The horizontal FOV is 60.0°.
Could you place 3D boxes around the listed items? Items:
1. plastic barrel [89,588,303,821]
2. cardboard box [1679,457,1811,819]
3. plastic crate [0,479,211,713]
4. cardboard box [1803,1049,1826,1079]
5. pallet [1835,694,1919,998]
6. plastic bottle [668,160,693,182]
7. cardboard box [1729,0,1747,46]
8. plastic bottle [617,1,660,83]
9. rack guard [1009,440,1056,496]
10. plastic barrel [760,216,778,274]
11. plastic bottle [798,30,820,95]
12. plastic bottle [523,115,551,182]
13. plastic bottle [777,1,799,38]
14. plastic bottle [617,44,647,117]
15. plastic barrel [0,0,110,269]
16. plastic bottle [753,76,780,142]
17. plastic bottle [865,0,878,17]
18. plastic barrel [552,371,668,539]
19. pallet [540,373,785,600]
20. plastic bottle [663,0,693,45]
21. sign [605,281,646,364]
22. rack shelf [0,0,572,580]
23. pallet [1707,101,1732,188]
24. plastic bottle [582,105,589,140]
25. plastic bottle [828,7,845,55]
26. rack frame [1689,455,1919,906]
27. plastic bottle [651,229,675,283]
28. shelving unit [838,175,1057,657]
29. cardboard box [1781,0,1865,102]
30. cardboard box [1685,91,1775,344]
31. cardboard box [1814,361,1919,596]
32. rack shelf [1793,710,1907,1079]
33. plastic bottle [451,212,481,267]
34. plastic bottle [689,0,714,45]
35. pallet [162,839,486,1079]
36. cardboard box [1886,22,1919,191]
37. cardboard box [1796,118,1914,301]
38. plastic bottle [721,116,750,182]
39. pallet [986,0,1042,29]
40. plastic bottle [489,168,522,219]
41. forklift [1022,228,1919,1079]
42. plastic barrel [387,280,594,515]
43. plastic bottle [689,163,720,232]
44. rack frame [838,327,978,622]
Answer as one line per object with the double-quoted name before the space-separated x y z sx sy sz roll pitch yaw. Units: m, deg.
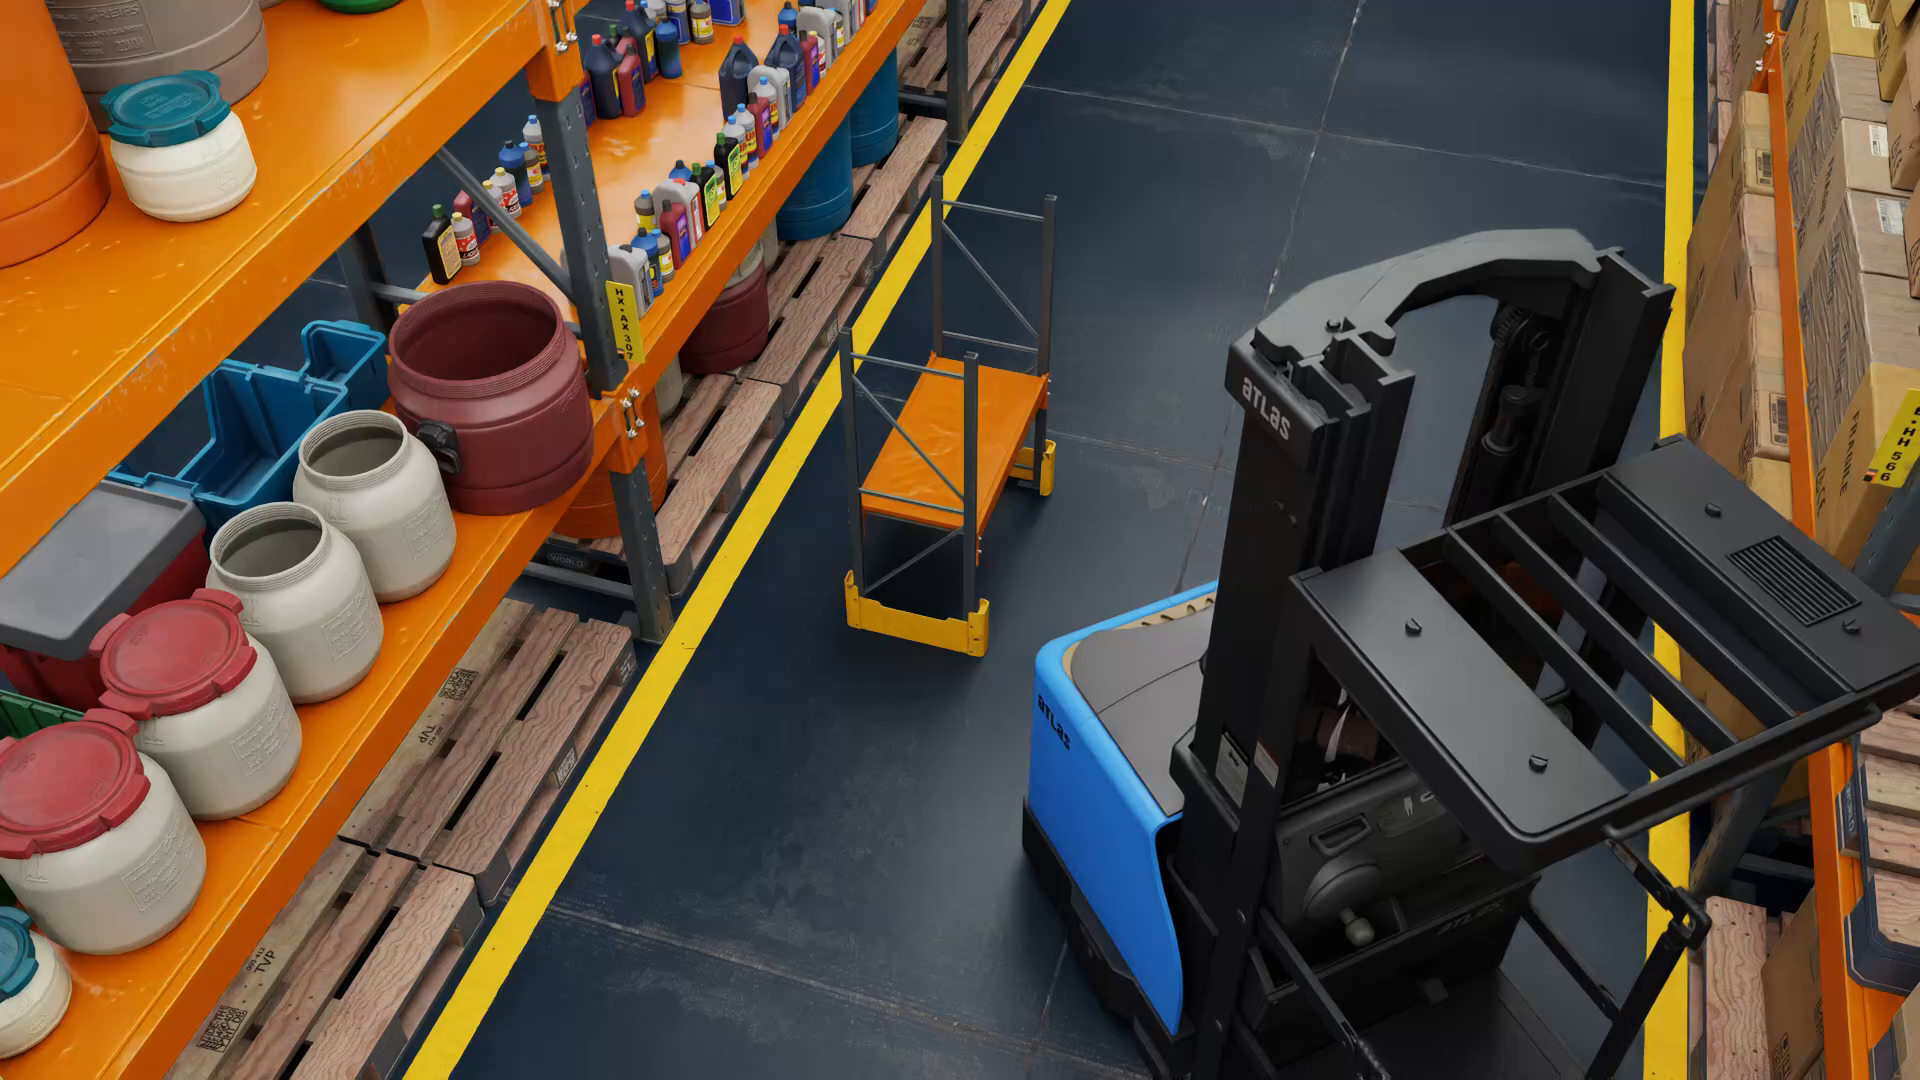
"plastic barrel" -2.020 0.460 4.437 0.433 0.535 0.433 0 44 0
"cardboard box" 3.289 0.414 5.800 1.225 0.875 0.875 11 45 11
"plastic crate" -2.441 0.200 4.754 0.402 0.464 0.583 13 46 13
"cardboard box" 2.720 1.819 4.618 0.700 0.500 0.500 9 45 9
"pallet" 2.946 0.826 4.297 1.213 0.211 1.003 13 46 13
"plastic bottle" -1.078 -1.356 6.482 0.097 0.271 0.097 0 44 0
"cardboard box" 5.090 -3.413 9.711 0.875 0.875 0.875 13 46 13
"plastic bottle" -1.414 -2.203 7.290 0.144 0.351 0.185 13 46 13
"rack guard" 0.128 -0.370 7.349 0.587 0.250 0.087 13 46 13
"plastic barrel" -1.101 -1.528 8.044 0.421 0.512 0.421 0 44 0
"plastic bottle" -0.661 -2.095 7.228 0.061 0.283 0.133 13 46 13
"plastic bottle" -1.704 -1.589 6.721 0.097 0.271 0.097 0 44 0
"plastic bottle" -0.759 -2.268 7.414 0.097 0.271 0.097 0 44 0
"plastic bottle" -1.405 -1.962 7.093 0.061 0.283 0.133 13 46 13
"plastic barrel" -2.314 -1.077 3.653 0.600 0.830 0.708 13 46 13
"plastic bottle" -0.810 -1.804 6.940 0.097 0.271 0.097 0 44 0
"plastic bottle" -0.471 -2.632 7.730 0.144 0.351 0.185 13 46 13
"plastic barrel" -1.528 -0.493 6.760 0.600 0.830 0.708 13 46 13
"pallet" -1.461 -0.327 7.332 1.003 0.211 1.213 13 46 13
"plastic bottle" -1.303 -2.411 7.557 0.152 0.276 0.135 13 46 13
"sign" -1.134 -0.736 5.639 0.100 0.325 0.005 13 46 13
"rack shelf" -2.266 -0.271 3.651 1.077 0.370 4.000 13 46 13
"pallet" 4.576 -1.900 8.940 1.003 0.211 1.213 13 46 13
"plastic bottle" -1.616 -1.759 6.944 0.097 0.201 0.097 0 44 0
"plastic bottle" -0.573 -2.301 7.497 0.097 0.201 0.097 0 44 0
"rack frame" 3.060 0.260 4.739 1.000 3.000 0.127 13 46 13
"plastic bottle" -1.130 -1.074 6.244 0.097 0.201 0.097 0 44 0
"shelving unit" -0.023 -0.485 6.573 0.587 1.500 1.083 13 46 13
"cardboard box" 3.894 -2.188 7.169 0.500 0.500 0.500 13 46 13
"cardboard box" 4.097 -1.366 7.619 1.225 0.875 0.875 13 46 13
"cardboard box" 2.973 -0.157 5.093 0.500 0.500 0.500 14 46 14
"rack shelf" 2.454 1.850 3.628 1.077 0.370 4.000 13 46 13
"plastic bottle" -1.892 -1.151 6.323 0.097 0.201 0.097 0 44 0
"plastic bottle" -1.178 -2.371 7.569 0.097 0.201 0.097 0 44 0
"pallet" -2.303 1.526 5.438 1.003 0.211 1.213 13 46 13
"cardboard box" 3.694 -1.500 5.749 0.797 0.503 0.637 14 46 14
"cardboard box" 3.439 -1.174 6.133 0.500 0.500 0.500 13 46 13
"plastic bottle" -0.910 -1.586 6.717 0.097 0.271 0.097 0 44 0
"pallet" 0.104 -3.773 10.854 1.003 0.211 1.213 13 46 13
"plastic bottle" -1.793 -1.370 6.546 0.097 0.201 0.097 0 44 0
"forklift" 1.314 0.840 4.195 1.130 2.935 3.031 -19 47 -18
"plastic barrel" -1.512 -0.464 5.381 0.600 0.536 0.708 13 46 13
"plastic bottle" -0.997 -1.355 6.473 0.061 0.283 0.133 13 46 13
"rack frame" -0.180 -0.140 6.220 0.500 1.500 0.032 13 46 13
